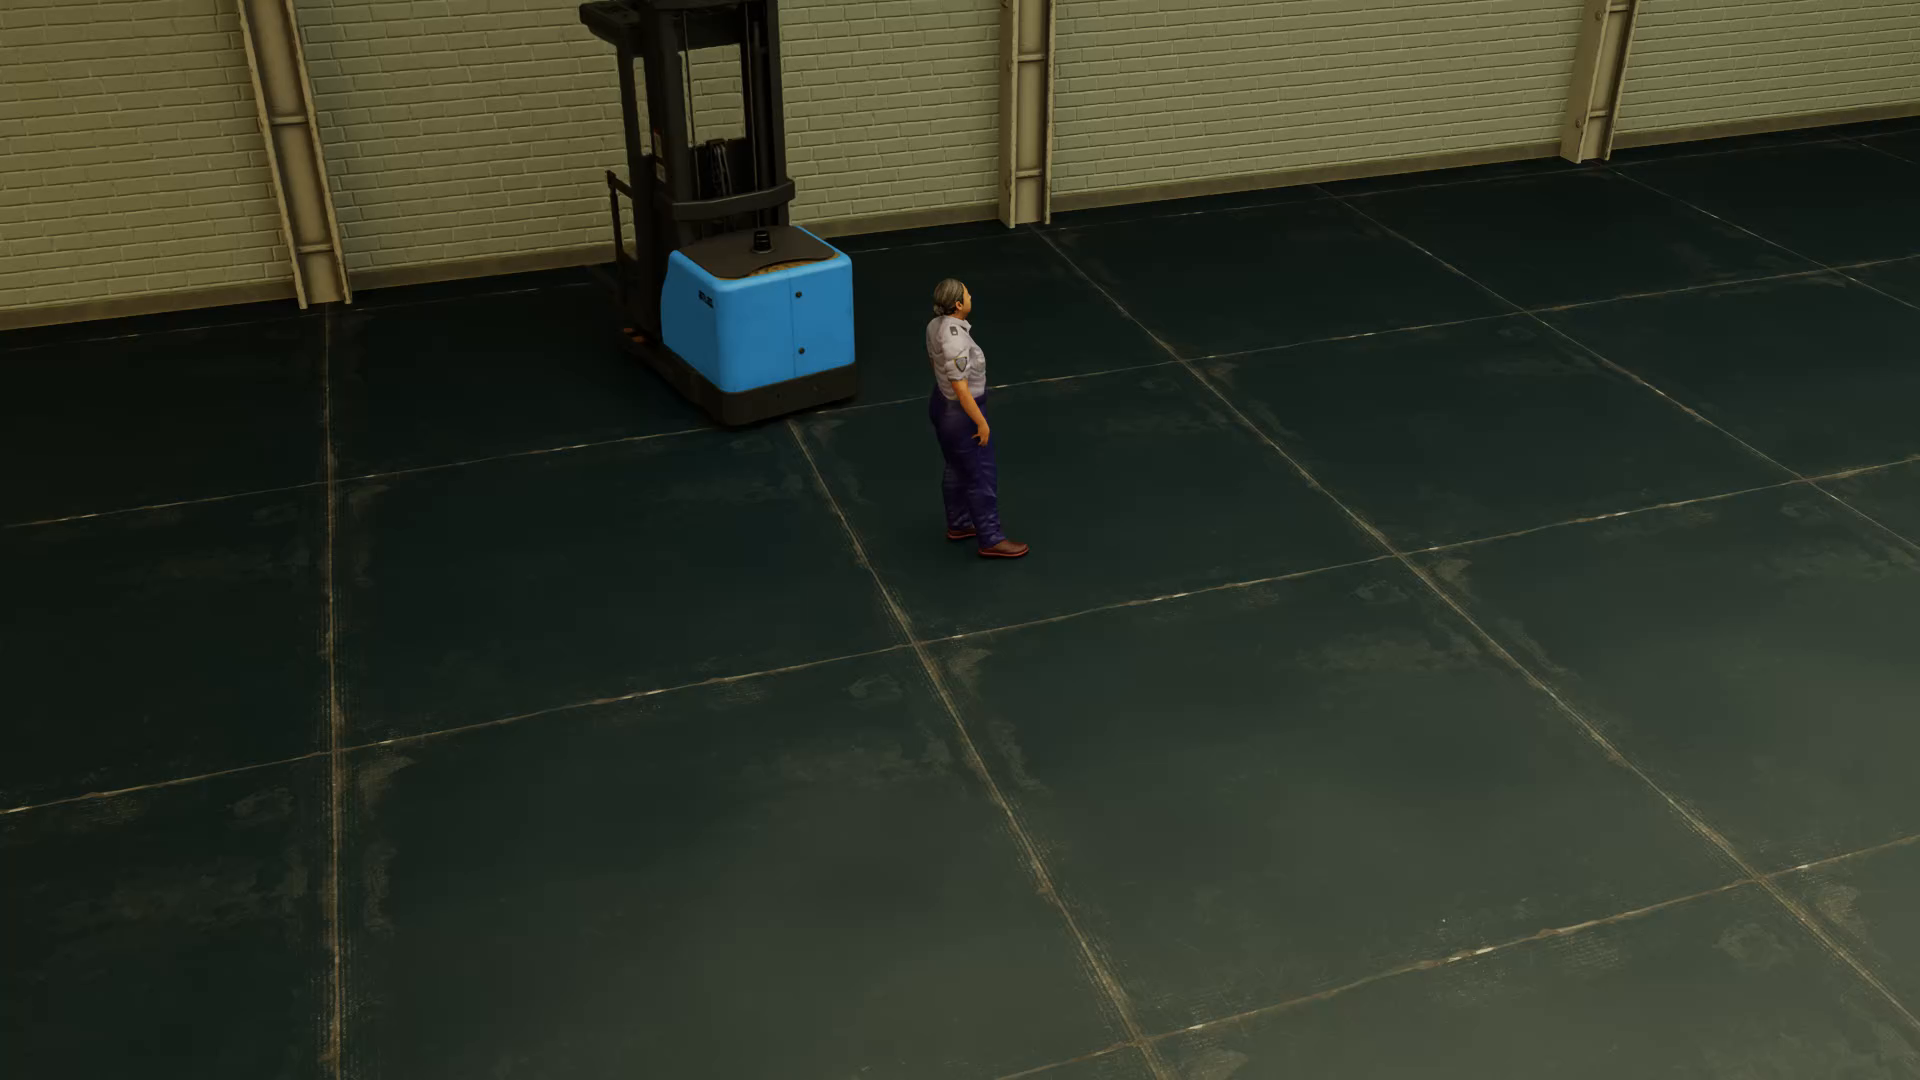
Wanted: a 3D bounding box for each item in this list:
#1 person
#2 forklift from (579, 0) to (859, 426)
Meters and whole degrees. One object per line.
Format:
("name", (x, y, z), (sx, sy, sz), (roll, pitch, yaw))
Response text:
("person", (0.092, -0.720, 9.620), (0.503, 1.640, 0.598), (-10, 31, -16))
("forklift", (-1.928, -2.735, 11.841), (1.130, 2.935, 3.031), (-18, 34, -28))
